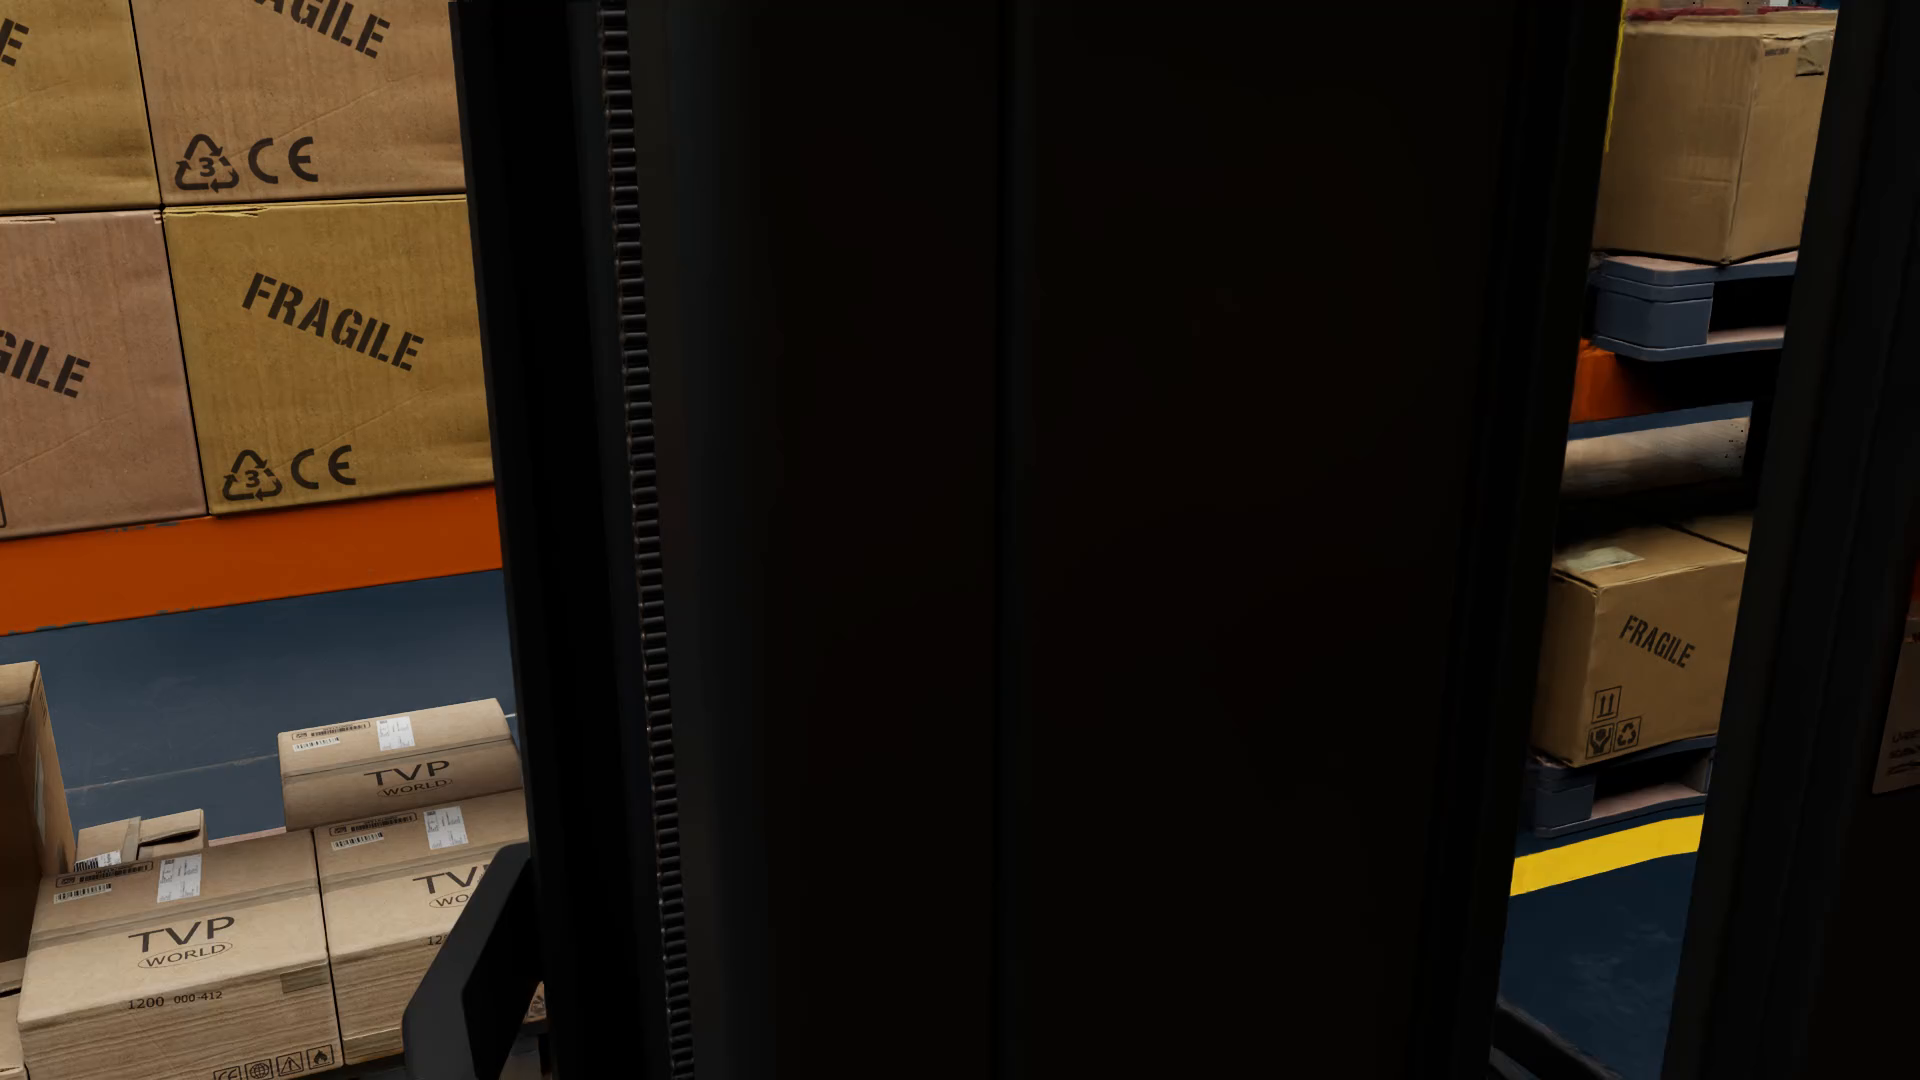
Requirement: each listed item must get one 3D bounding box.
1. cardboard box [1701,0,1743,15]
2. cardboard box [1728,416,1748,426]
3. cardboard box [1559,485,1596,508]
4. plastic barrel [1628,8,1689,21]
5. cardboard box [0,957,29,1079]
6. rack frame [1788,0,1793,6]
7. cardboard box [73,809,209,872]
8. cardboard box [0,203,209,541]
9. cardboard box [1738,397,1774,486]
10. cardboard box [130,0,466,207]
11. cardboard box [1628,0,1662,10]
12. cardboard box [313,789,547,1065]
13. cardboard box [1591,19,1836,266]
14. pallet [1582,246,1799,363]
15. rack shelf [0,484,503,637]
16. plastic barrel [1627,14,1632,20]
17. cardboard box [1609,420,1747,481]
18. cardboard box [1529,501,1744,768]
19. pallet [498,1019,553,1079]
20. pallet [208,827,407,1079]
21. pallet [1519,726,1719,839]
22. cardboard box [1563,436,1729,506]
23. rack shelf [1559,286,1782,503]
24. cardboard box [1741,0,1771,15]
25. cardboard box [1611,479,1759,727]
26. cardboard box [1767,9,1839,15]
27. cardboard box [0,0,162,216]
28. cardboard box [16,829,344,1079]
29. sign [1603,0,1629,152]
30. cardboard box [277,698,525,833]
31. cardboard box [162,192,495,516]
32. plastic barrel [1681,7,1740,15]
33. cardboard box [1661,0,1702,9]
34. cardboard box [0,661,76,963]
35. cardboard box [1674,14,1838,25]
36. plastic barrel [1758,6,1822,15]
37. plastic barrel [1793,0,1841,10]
[{"bbox_3d":[7.306,-5.368,16.654,0.500,0.500,0.875,-8,21,-22],"label":"cardboard box"},{"bbox_3d":[2.859,-0.124,5.459,0.500,0.500,0.500,-9,21,-24],"label":"cardboard box"},{"bbox_3d":[1.475,0.072,4.902,0.500,0.500,0.500,-8,21,-22],"label":"cardboard box"},{"bbox_3d":[4.486,-3.162,10.782,0.433,0.535,0.433,0,19,0],"label":"plastic barrel"},{"bbox_3d":[-1.788,0.925,2.983,0.250,0.166,0.380,-8,21,-22],"label":"cardboard box"},{"bbox_3d":[8.233,-5.347,17.192,0.127,3.000,1.000,-8,21,-22],"label":"rack frame"},{"bbox_3d":[-1.729,0.735,3.520,0.250,0.166,0.380,-8,21,-22],"label":"cardboard box"},{"bbox_3d":[-1.554,-0.316,2.751,0.500,0.500,0.500,-8,21,-22],"label":"cardboard box"},{"bbox_3d":[2.594,-0.250,4.688,0.500,0.250,0.500,-8,21,-22],"label":"cardboard box"},{"bbox_3d":[-1.088,-0.853,2.772,0.500,0.500,0.500,-8,21,-21],"label":"cardboard box"},{"bbox_3d":[6.366,-5.254,16.328,0.500,0.500,0.875,-8,21,-22],"label":"cardboard box"},{"bbox_3d":[-1.008,0.752,3.348,0.500,0.250,0.500,-8,21,-22],"label":"cardboard box"},{"bbox_3d":[1.659,-0.987,4.025,0.500,0.500,0.700,-17,26,-40],"label":"cardboard box"},{"bbox_3d":[1.912,-0.728,4.364,1.213,0.211,1.003,-8,21,-22],"label":"pallet"},{"bbox_3d":[-0.701,-0.145,3.500,4.000,0.370,1.077,-8,21,-22],"label":"rack shelf"},{"bbox_3d":[4.096,-3.093,10.622,0.421,0.512,0.421,0,19,0],"label":"plastic barrel"},{"bbox_3d":[2.392,-0.056,5.267,0.500,0.500,0.500,-8,21,-21],"label":"cardboard box"},{"bbox_3d":[1.676,0.235,4.439,0.500,0.500,0.500,-9,21,-24],"label":"cardboard box"},{"bbox_3d":[-0.618,0.820,3.876,1.213,0.211,1.003,-8,21,-22],"label":"pallet"},{"bbox_3d":[-1.736,0.979,3.423,1.213,0.211,1.003,-8,21,-22],"label":"pallet"},{"bbox_3d":[1.867,0.450,4.927,1.213,0.211,1.003,-8,21,-22],"label":"pallet"},{"bbox_3d":[1.932,0.010,5.080,0.500,0.500,0.500,-8,21,-22],"label":"cardboard box"},{"bbox_3d":[2.971,-0.671,4.994,4.000,0.370,1.077,-8,21,-22],"label":"rack shelf"},{"bbox_3d":[7.717,-5.471,16.944,0.500,0.500,0.875,-8,21,-22],"label":"cardboard box"},{"bbox_3d":[2.161,0.161,4.648,0.500,0.500,0.500,-8,21,-21],"label":"cardboard box"},{"bbox_3d":[2.733,-1.244,4.755,0.500,0.500,0.700,-15,24,-36],"label":"cardboard box"},{"bbox_3d":[-1.549,-0.789,2.590,0.500,0.500,0.500,-8,21,-21],"label":"cardboard box"},{"bbox_3d":[-1.467,0.818,3.161,0.500,0.250,0.500,-8,21,-22],"label":"cardboard box"},{"bbox_3d":[1.357,-0.991,3.517,0.005,0.325,0.100,-8,21,-22],"label":"sign"},{"bbox_3d":[-1.252,0.606,3.762,0.500,0.250,0.500,-8,21,-22],"label":"cardboard box"},{"bbox_3d":[-1.092,-0.381,2.936,0.500,0.500,0.500,-8,21,-22],"label":"cardboard box"},{"bbox_3d":[4.883,-3.219,10.944,0.433,0.535,0.433,0,19,0],"label":"plastic barrel"},{"bbox_3d":[6.829,-5.316,16.504,0.500,0.500,0.875,-8,21,-22],"label":"cardboard box"},{"bbox_3d":[-2.136,0.604,3.392,0.500,0.500,0.500,-8,21,-22],"label":"cardboard box"},{"bbox_3d":[2.265,-1.096,4.336,0.500,0.500,0.700,-5,20,-13],"label":"cardboard box"},{"bbox_3d":[5.557,-3.316,11.218,0.433,0.535,0.433,0,19,0],"label":"plastic barrel"},{"bbox_3d":[6.047,-3.589,11.443,0.708,0.901,0.600,-8,21,-22],"label":"plastic barrel"}]
